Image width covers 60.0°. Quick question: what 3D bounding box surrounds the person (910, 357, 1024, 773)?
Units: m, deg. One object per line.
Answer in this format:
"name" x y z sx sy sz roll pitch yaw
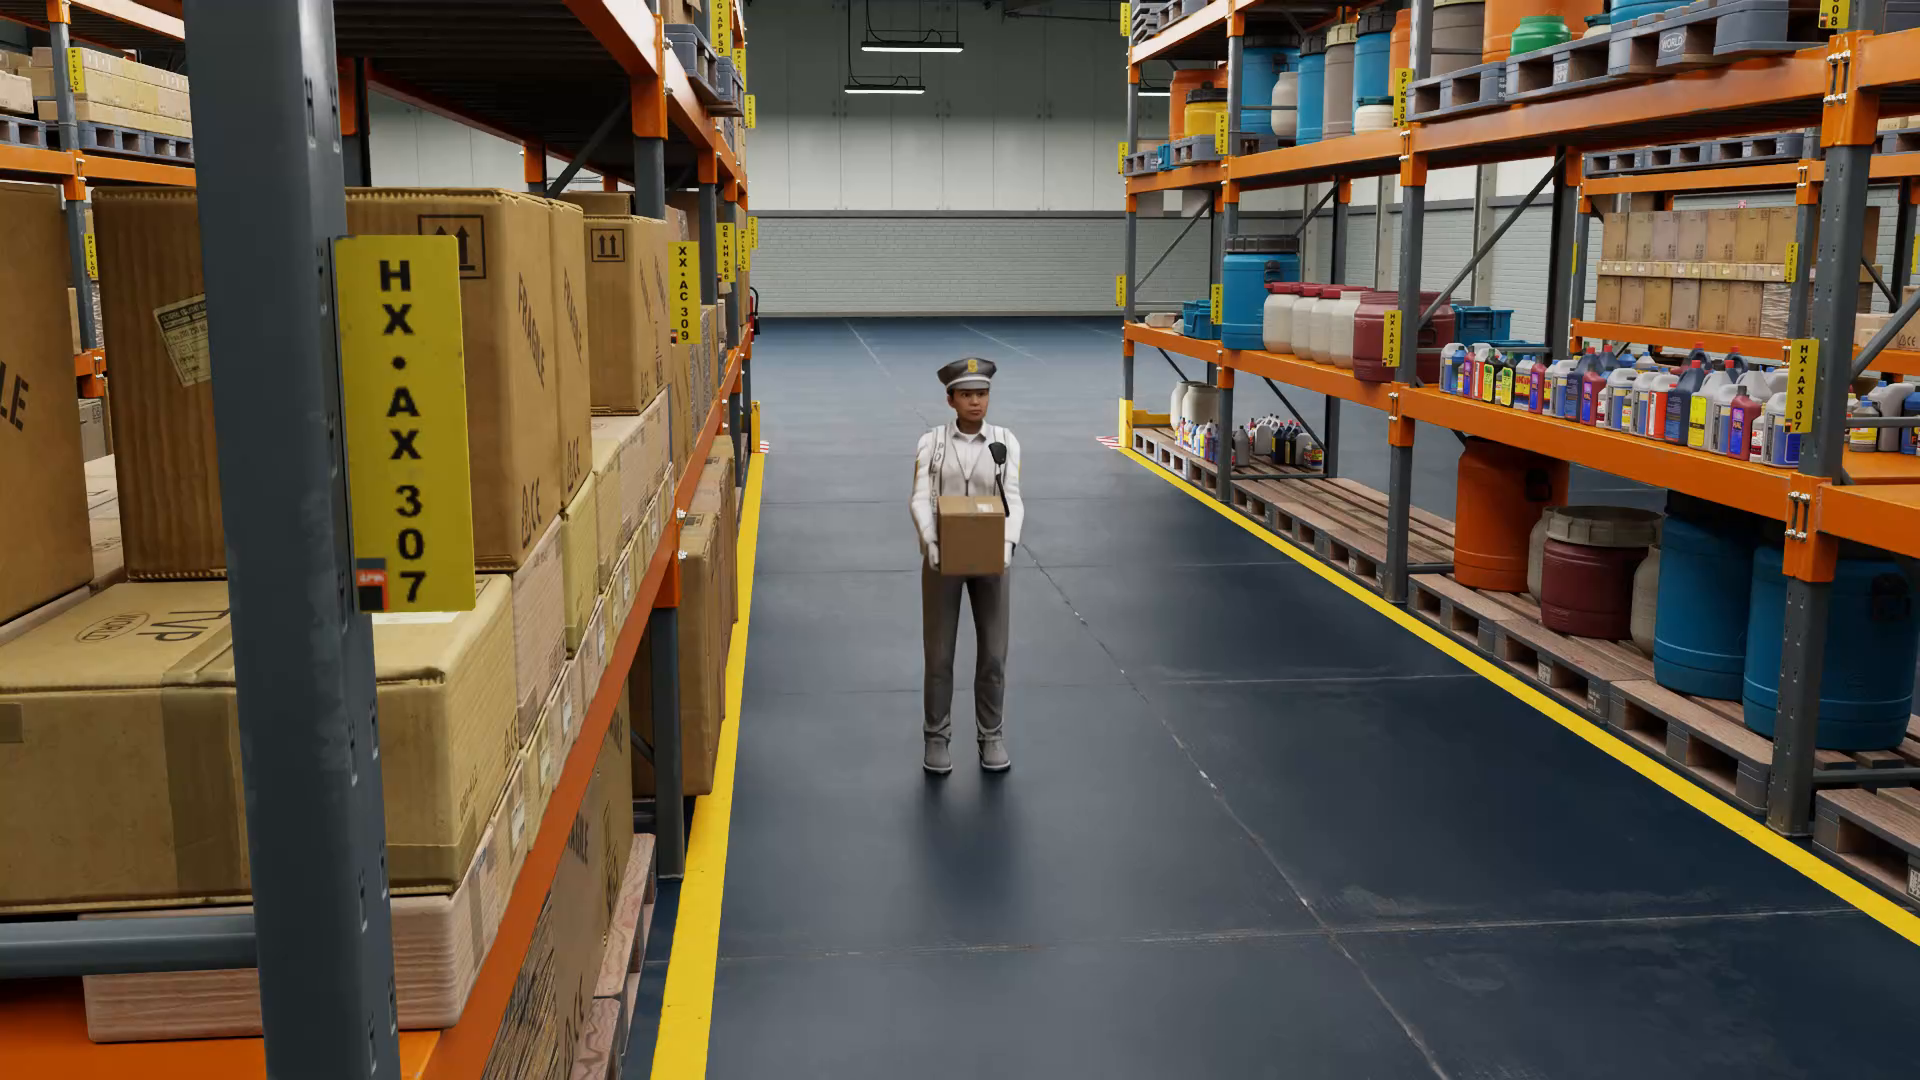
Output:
"person" 0.028 0.108 6.730 0.459 1.684 0.558 -1 10 -4
